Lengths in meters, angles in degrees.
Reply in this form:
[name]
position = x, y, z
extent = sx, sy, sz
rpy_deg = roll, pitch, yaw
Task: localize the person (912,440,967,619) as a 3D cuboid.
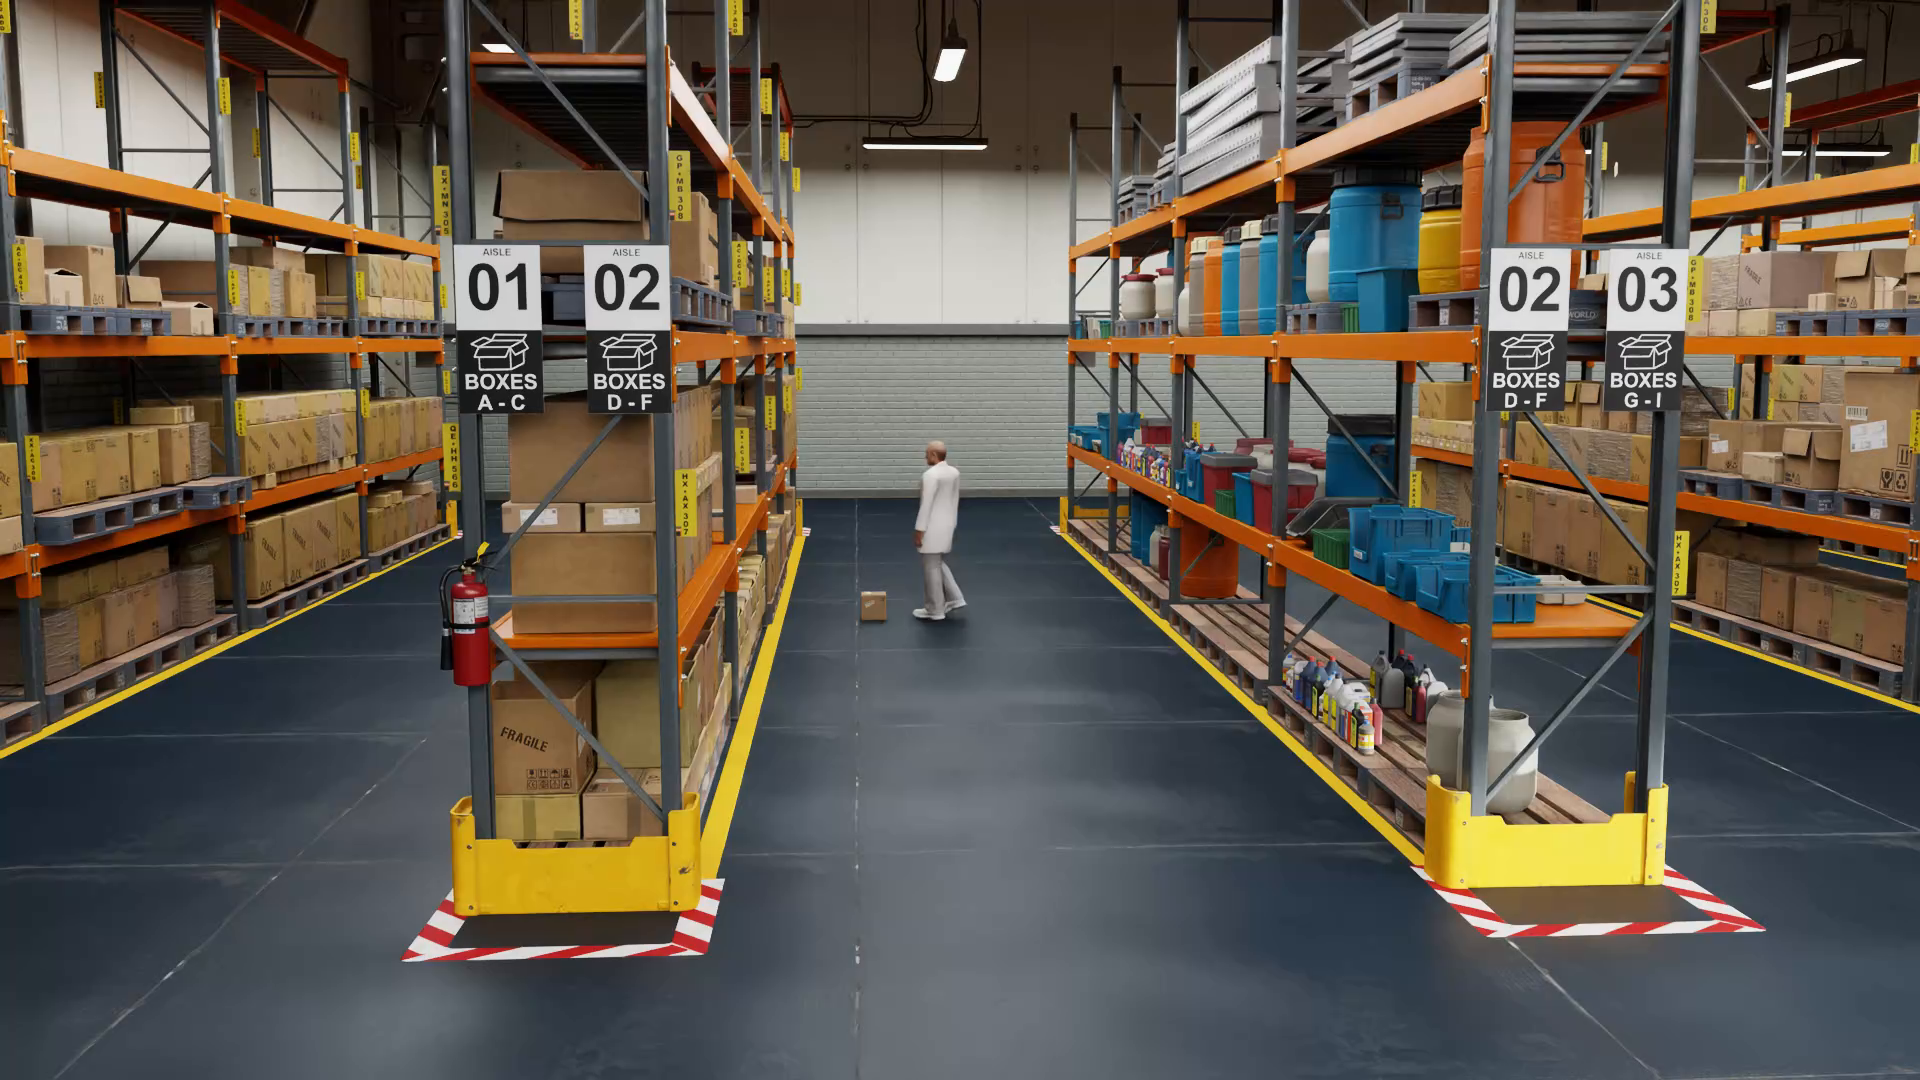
[person]
position = -0.244, -0.104, 16.596
extent = 0.482, 1.778, 0.613
rpy_deg = 4, 8, 30
